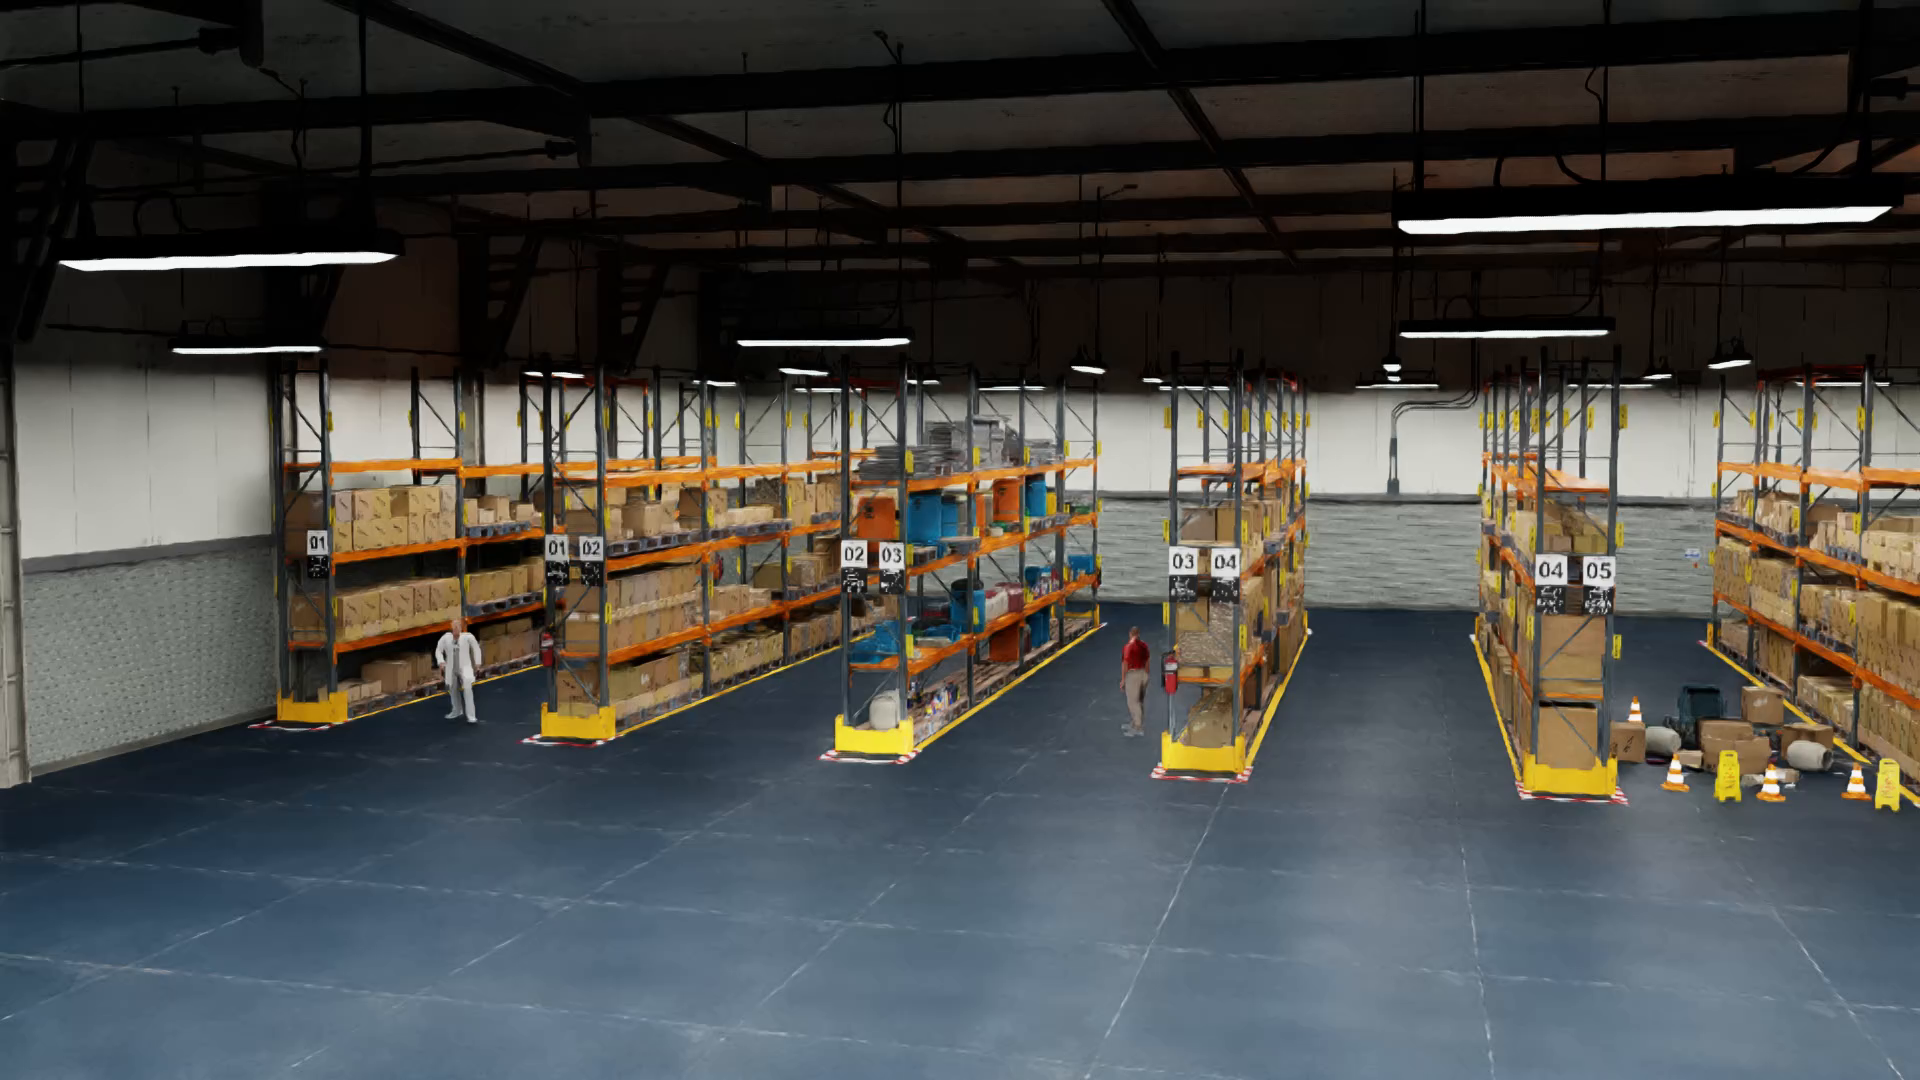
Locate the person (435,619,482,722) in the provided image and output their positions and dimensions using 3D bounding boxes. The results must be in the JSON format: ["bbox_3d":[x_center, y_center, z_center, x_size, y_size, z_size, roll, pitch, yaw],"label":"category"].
[{"bbox_3d":[-8.319,2.148,27.658,0.735,1.715,0.896,0,4,-1],"label":"person"}]

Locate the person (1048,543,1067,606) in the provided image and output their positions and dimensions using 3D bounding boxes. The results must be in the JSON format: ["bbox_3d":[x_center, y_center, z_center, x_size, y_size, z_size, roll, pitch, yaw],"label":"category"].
[{"bbox_3d":[2.526,0.888,44.899,0.701,1.787,0.473,-2,5,-27],"label":"person"}]

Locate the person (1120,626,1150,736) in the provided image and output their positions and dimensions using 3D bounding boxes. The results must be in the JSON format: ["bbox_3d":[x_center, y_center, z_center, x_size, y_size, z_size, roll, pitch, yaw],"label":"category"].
[{"bbox_3d":[2.758,2.224,26.520,0.578,1.714,0.654,4,6,43],"label":"person"}]
